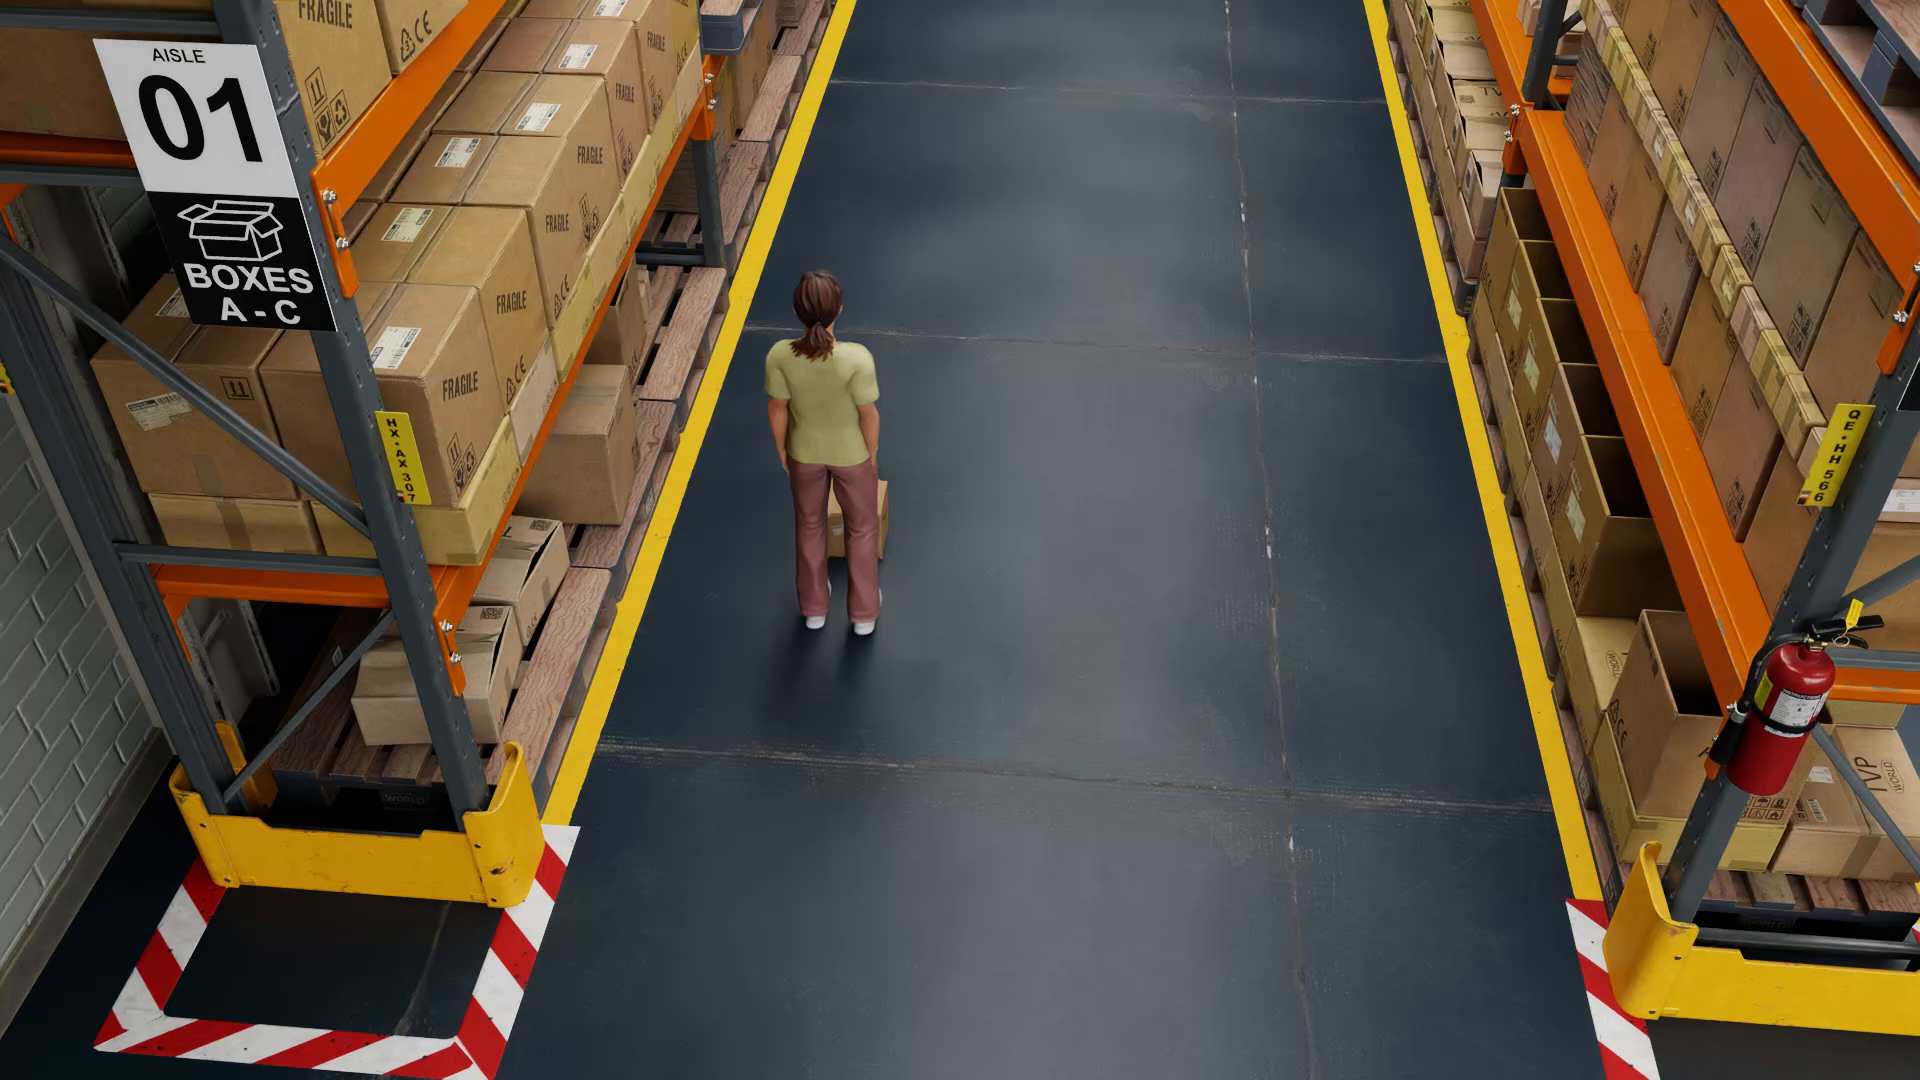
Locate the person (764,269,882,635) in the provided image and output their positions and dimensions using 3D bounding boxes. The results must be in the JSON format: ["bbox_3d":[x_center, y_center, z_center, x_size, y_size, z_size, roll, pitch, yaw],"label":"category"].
[{"bbox_3d":[-0.519,-0.331,6.557,0.439,1.668,0.350,4,40,5],"label":"person"}]
